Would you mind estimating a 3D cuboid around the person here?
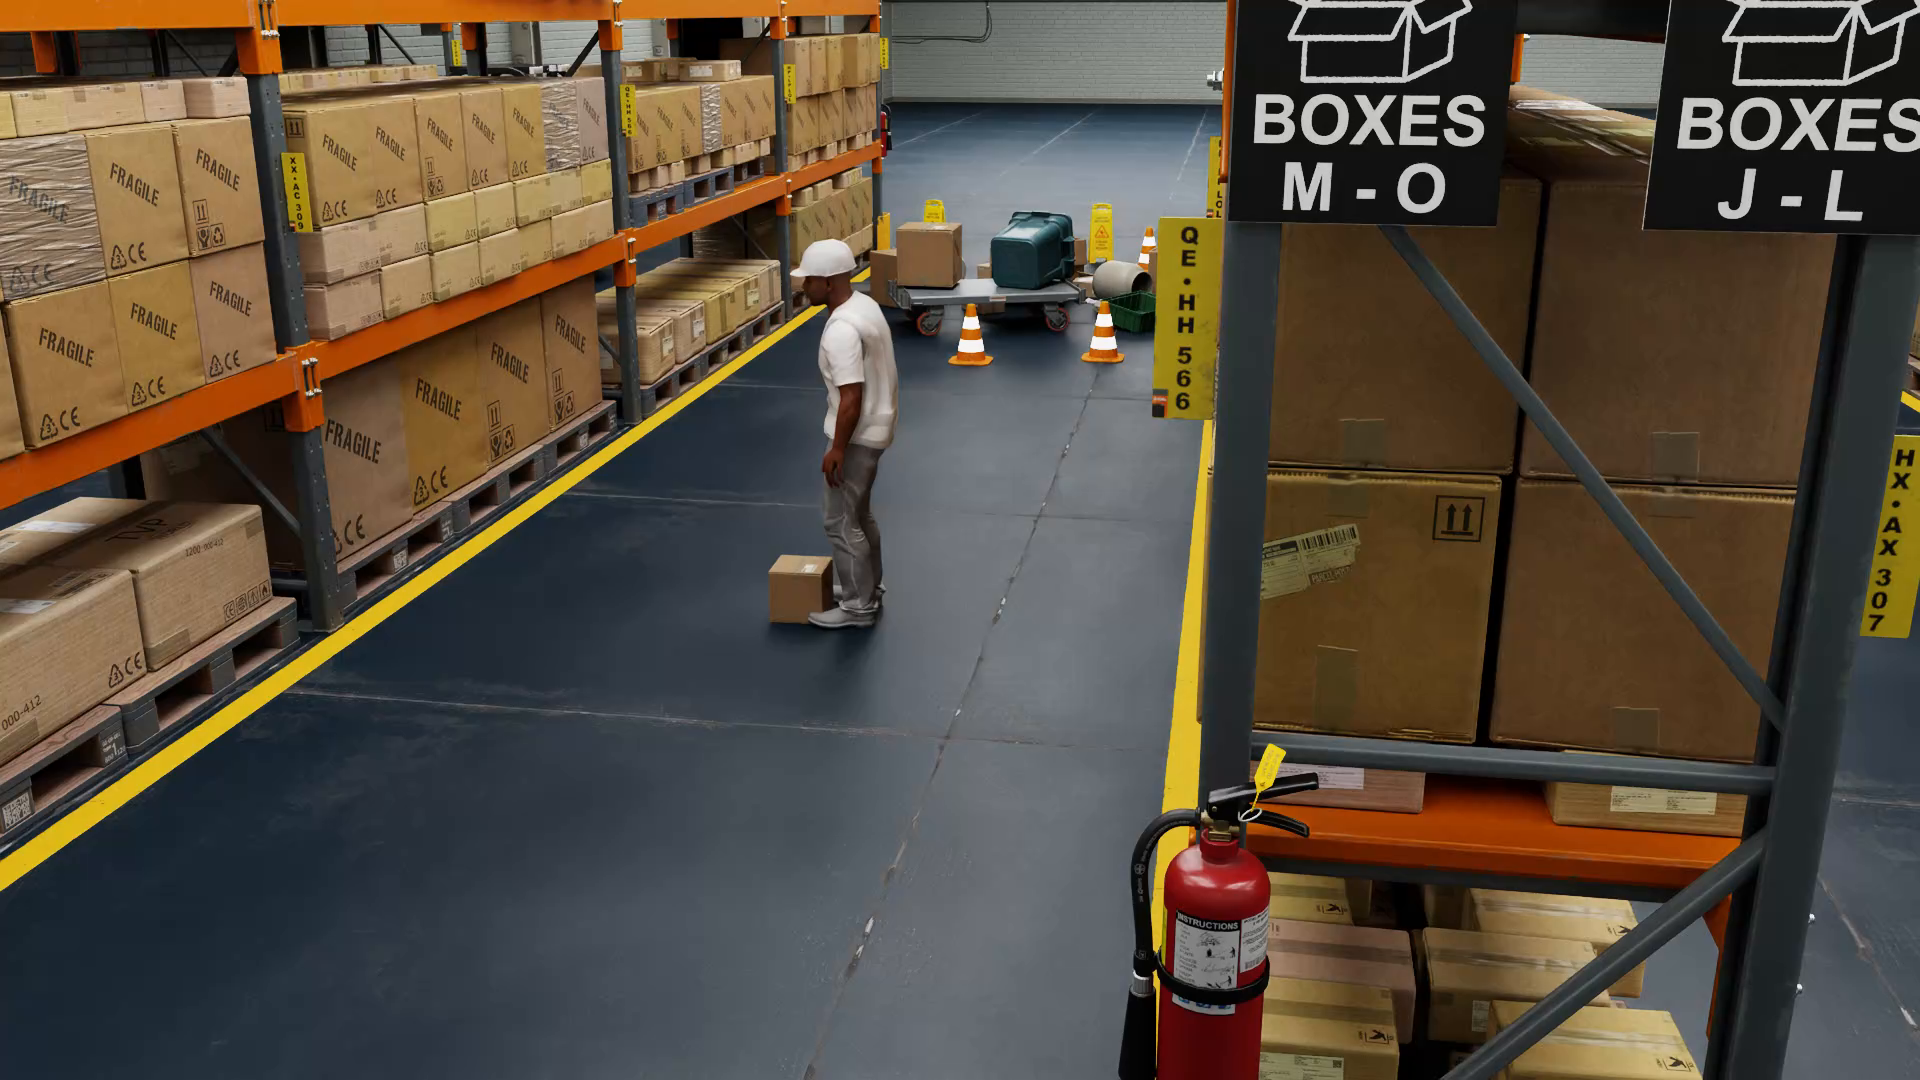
[{"bbox_3d":[-0.511,-0.475,7.508,0.458,1.759,0.630,2,18,6],"label":"person"}]
